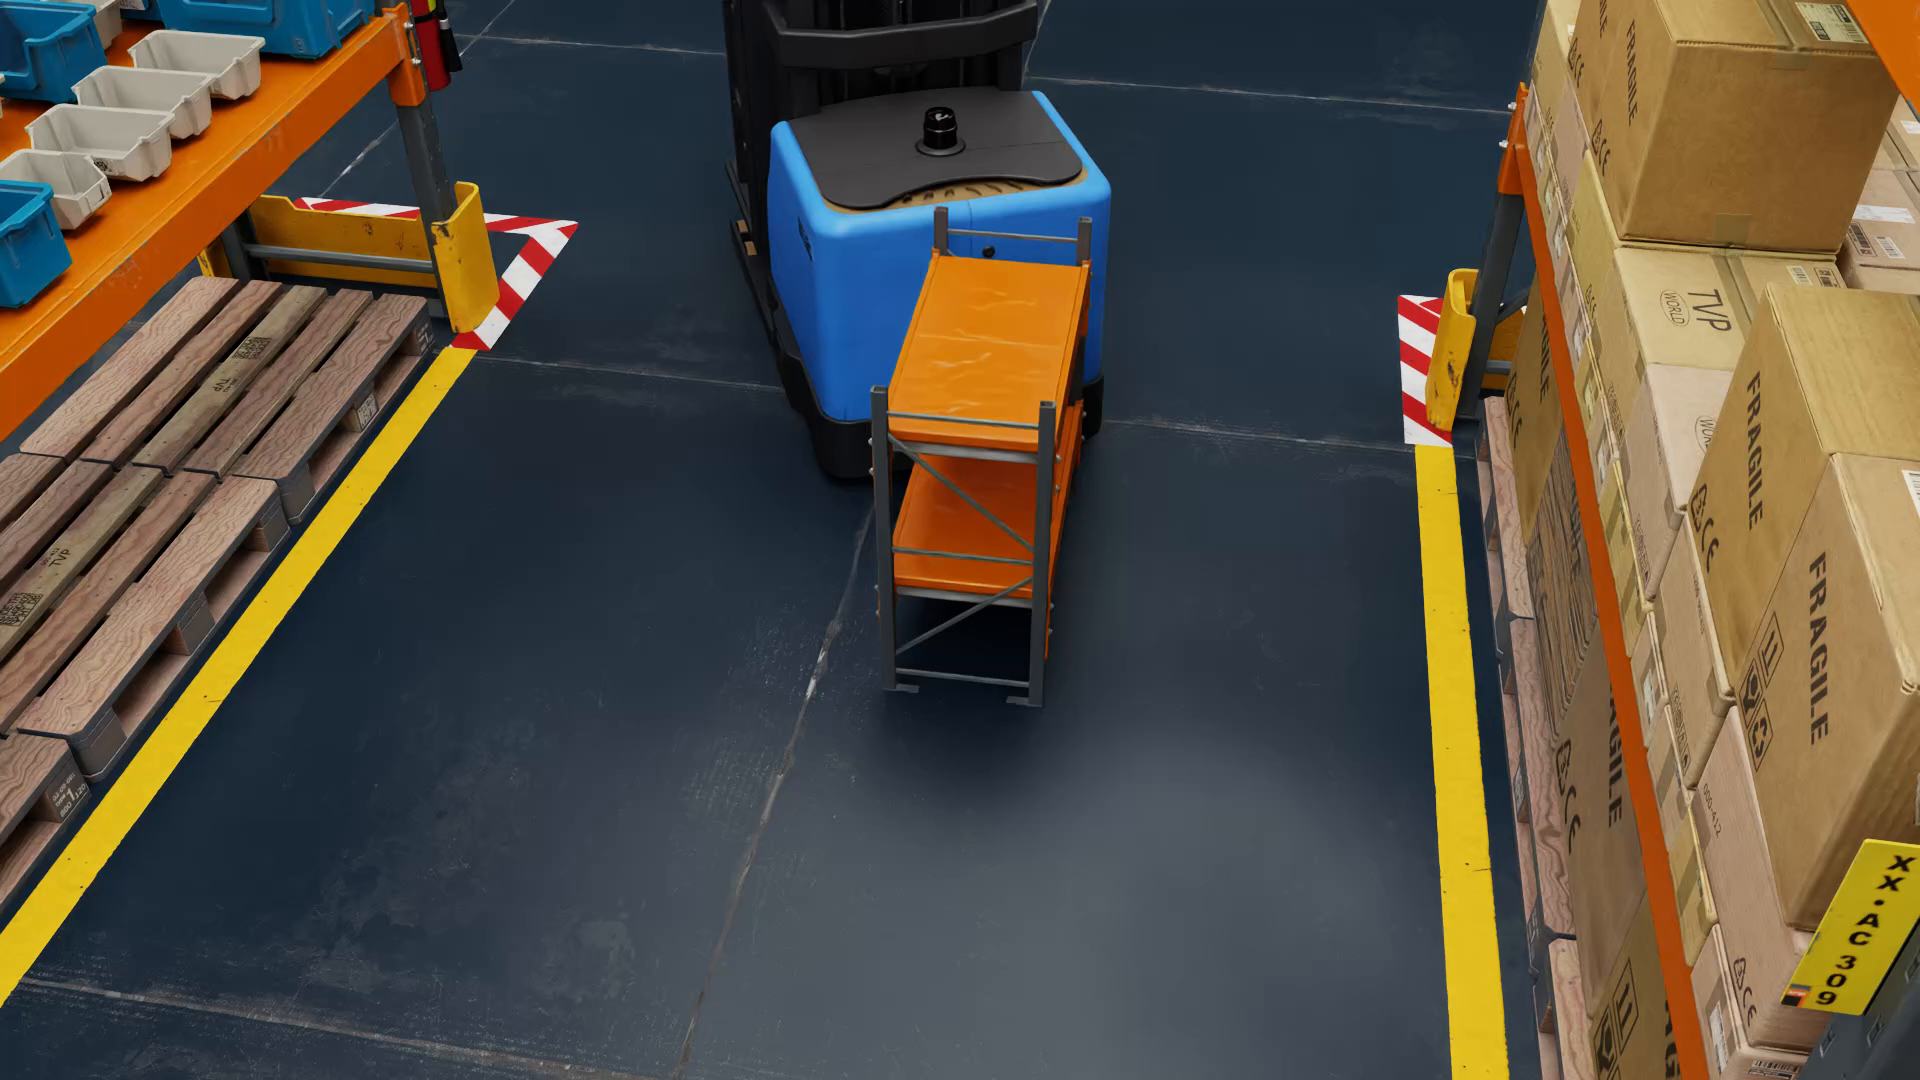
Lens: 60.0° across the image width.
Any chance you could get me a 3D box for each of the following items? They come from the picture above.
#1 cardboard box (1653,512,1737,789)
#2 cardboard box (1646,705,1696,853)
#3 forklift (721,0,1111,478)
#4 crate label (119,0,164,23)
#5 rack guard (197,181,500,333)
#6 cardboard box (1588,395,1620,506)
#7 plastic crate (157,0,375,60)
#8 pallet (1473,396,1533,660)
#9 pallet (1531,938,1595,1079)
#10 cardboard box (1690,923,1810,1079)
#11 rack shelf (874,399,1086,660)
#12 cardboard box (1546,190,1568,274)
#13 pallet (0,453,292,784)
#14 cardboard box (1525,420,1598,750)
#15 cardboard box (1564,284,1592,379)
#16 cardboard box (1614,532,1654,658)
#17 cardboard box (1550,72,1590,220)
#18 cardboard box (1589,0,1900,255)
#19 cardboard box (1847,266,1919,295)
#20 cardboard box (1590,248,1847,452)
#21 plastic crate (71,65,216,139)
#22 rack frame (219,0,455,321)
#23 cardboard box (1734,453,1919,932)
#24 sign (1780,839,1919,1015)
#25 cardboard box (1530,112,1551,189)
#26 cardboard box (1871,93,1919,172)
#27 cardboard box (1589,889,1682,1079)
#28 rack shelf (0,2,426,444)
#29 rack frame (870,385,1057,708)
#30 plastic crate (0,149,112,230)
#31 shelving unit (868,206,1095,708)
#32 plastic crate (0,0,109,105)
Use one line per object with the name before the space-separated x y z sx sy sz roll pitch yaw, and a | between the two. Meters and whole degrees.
cardboard box | 1.574 0.223 3.011 0.500 0.250 0.500 8 40 9
cardboard box | 1.488 0.457 3.040 0.380 0.149 0.250 6 40 7
forklift | -0.368 -2.295 6.226 1.130 2.935 3.031 -10 41 -12
crate label | -2.884 -1.986 5.882 0.416 0.233 0.303 6 40 8
rack guard | -2.526 -1.199 6.808 1.175 0.500 0.348 6 40 8
cardboard box | 1.666 -0.186 3.818 0.380 0.149 0.250 7 40 8
plastic crate | -2.391 -1.952 5.682 0.616 0.435 0.499 6 40 8
pallet | 2.300 -0.015 5.602 1.003 0.211 1.213 6 40 8
pallet | 1.877 1.517 3.750 1.003 0.211 1.213 6 40 8
cardboard box | 1.399 0.780 2.650 0.380 0.149 0.250 7 40 8
rack shelf | 0.087 -0.082 5.350 0.538 0.278 1.000 6 40 7
cardboard box | 1.844 -0.831 4.598 0.380 0.149 0.250 6 40 7
pallet | -2.912 0.205 5.336 1.003 0.211 1.213 6 40 8
cardboard box | 2.171 0.039 4.687 0.875 0.875 0.875 6 40 8
cardboard box | 1.754 -0.509 4.209 0.380 0.149 0.250 6 40 7
cardboard box | 1.577 0.134 3.431 0.380 0.149 0.250 7 40 9
cardboard box | 1.928 -1.058 4.560 0.500 0.250 0.500 6 40 7
cardboard box | 1.842 -1.035 3.943 0.500 0.500 0.500 5 40 6
cardboard box | 2.276 -0.358 3.713 0.500 0.250 0.500 6 40 8
cardboard box | 1.753 -0.415 3.782 0.500 0.250 0.500 6 40 7
plastic crate | -2.544 -1.355 5.195 0.396 0.136 0.243 6 40 8
rack frame | -2.517 -2.146 5.992 1.000 3.000 0.127 6 40 8
cardboard box | 1.485 0.247 2.393 0.500 0.500 0.500 7 40 9
sign | 1.122 0.486 2.066 0.100 0.325 0.005 6 40 8
cardboard box | 1.931 -1.155 4.991 0.380 0.149 0.250 6 40 7
cardboard box | 2.450 -1.005 4.496 0.500 0.250 0.500 6 40 7
cardboard box | 1.862 1.162 3.328 0.875 0.875 0.875 6 40 8
rack shelf | -2.863 -0.614 4.703 1.077 0.370 4.000 6 40 8
rack frame | 0.008 0.050 4.807 0.500 1.125 0.032 6 40 7
plastic crate | -2.602 -0.990 4.753 0.298 0.136 0.250 6 40 8
shelving unit | 0.087 -0.270 5.194 0.538 1.125 1.048 6 40 7
plastic crate | -2.998 -1.573 5.383 0.416 0.233 0.300 6 40 8
